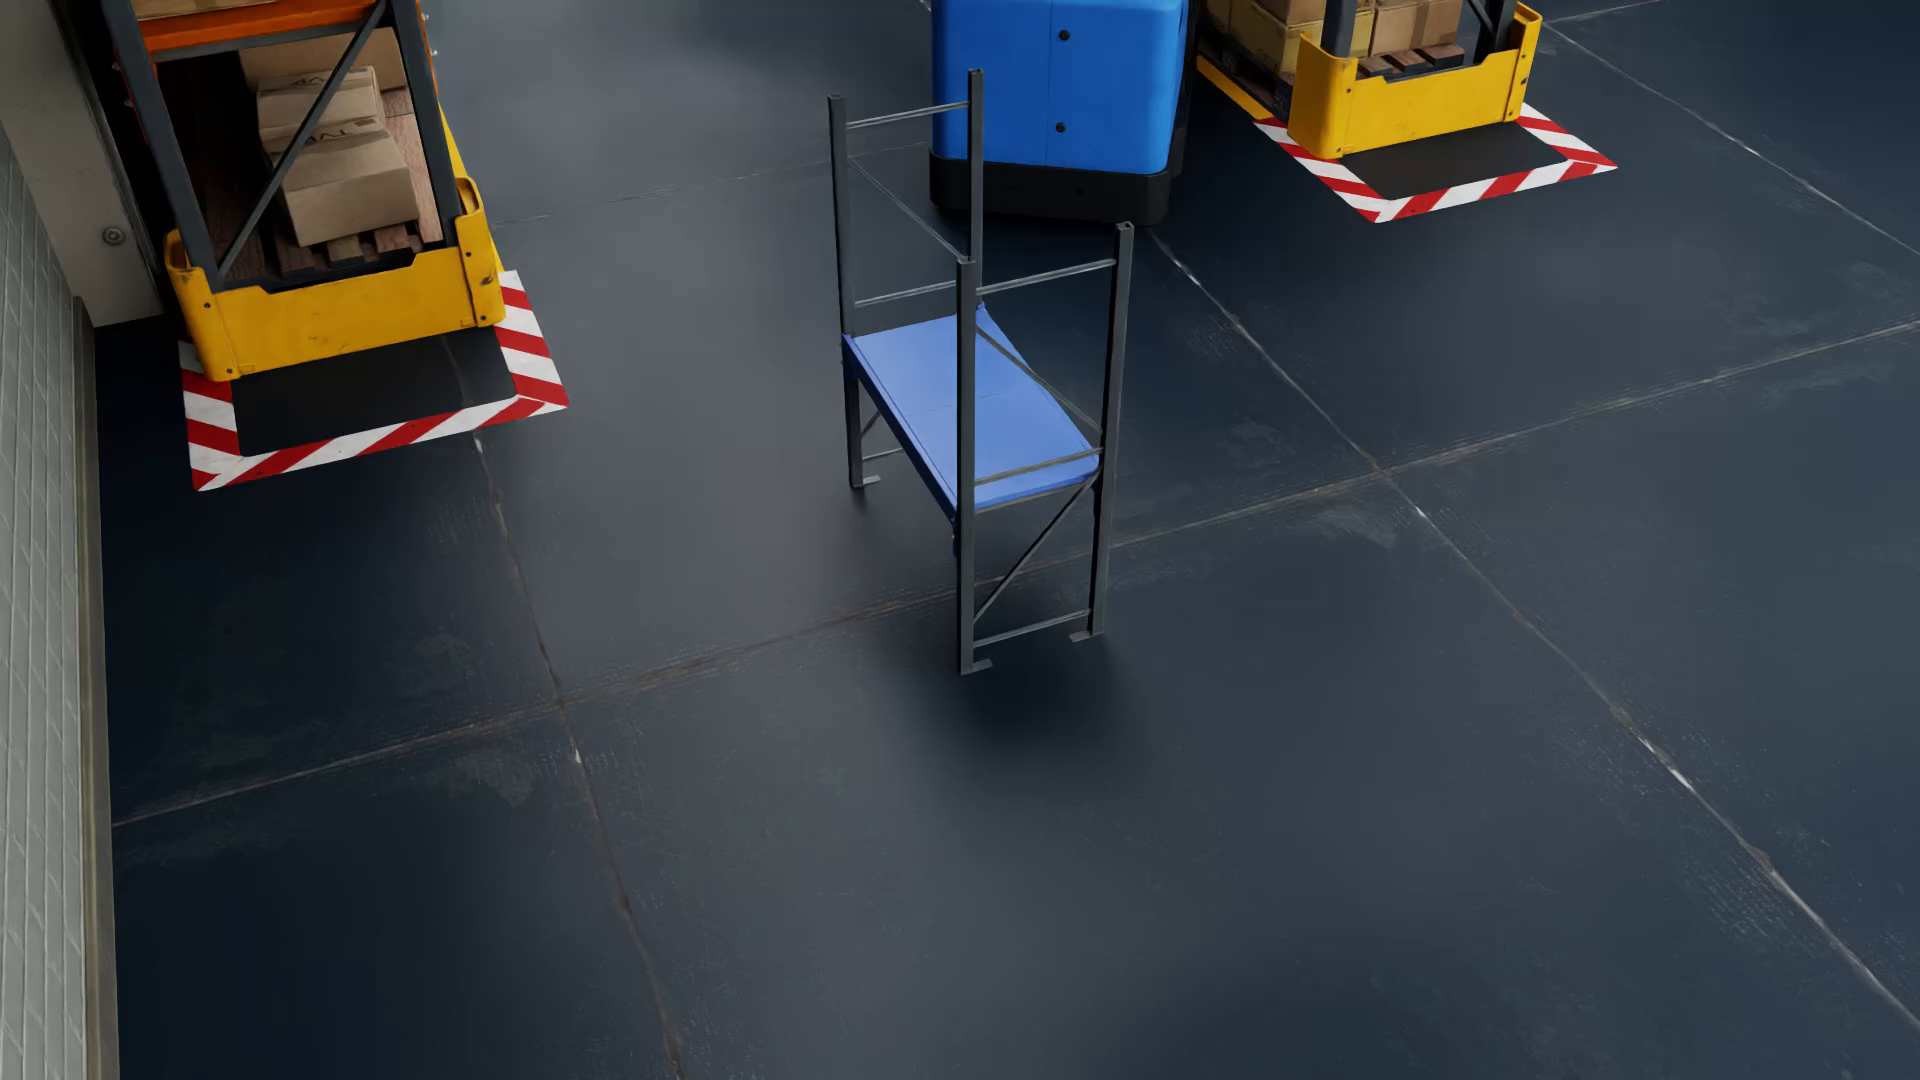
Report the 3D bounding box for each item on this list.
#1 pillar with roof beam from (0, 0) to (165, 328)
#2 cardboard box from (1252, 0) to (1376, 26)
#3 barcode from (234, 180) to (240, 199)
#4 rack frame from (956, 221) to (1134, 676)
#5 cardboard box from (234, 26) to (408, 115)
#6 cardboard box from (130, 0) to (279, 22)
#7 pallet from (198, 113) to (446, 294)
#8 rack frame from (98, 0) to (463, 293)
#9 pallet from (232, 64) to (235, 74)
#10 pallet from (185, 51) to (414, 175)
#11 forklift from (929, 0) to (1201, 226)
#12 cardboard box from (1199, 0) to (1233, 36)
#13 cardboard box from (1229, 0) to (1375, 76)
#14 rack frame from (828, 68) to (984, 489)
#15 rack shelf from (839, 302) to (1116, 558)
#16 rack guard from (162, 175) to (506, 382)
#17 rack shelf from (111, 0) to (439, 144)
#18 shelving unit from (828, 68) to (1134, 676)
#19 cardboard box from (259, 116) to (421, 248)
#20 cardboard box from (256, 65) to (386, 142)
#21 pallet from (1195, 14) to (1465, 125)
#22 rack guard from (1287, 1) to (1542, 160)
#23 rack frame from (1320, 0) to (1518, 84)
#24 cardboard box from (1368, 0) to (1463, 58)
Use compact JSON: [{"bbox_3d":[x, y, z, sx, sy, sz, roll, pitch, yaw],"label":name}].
[{"bbox_3d":[0.491,-5.497,5.241,9.100,9.000,0.400,-15,43,-17],"label":"pillar with roof beam"},{"bbox_3d":[1.676,-2.830,7.953,0.500,0.500,0.500,-15,43,-17],"label":"cardboard box"},{"bbox_3d":[-2.977,-1.444,6.846,0.001,0.075,0.075,-15,43,-17],"label":"barcode"},{"bbox_3d":[0.227,-0.211,4.845,0.500,1.500,0.032,-15,43,-17],"label":"rack frame"},{"bbox_3d":[-3.053,-2.399,7.819,0.700,0.500,0.500,-18,44,-20],"label":"cardboard box"},{"bbox_3d":[-2.777,-2.127,6.022,0.500,0.250,0.500,-15,43,-16],"label":"cardboard box"},{"bbox_3d":[-2.726,-1.429,7.250,1.003,0.211,1.213,-15,43,-17],"label":"pallet"},{"bbox_3d":[-2.419,-1.943,5.708,1.000,3.000,0.127,-15,43,-17],"label":"rack frame"},{"bbox_3d":[-3.660,-2.899,8.959,1.003,0.211,1.213,-15,43,-17],"label":"pallet"},{"bbox_3d":[-3.189,-2.163,8.104,1.003,0.211,1.213,-15,43,-17],"label":"pallet"},{"bbox_3d":[0.628,-3.443,7.506,1.130,2.935,3.031,7,41,8],"label":"forklift"},{"bbox_3d":[1.476,-2.845,8.544,0.500,0.250,0.500,-15,43,-17],"label":"cardboard box"},{"bbox_3d":[1.678,-2.547,8.198,0.500,0.250,0.500,-15,43,-17],"label":"cardboard box"},{"bbox_3d":[-0.162,-0.824,5.557,0.500,1.500,0.032,-15,43,-17],"label":"rack frame"},{"bbox_3d":[0.033,-0.381,5.319,0.538,0.185,1.000,-15,43,-17],"label":"rack shelf"},{"bbox_3d":[-2.448,-1.041,6.577,1.175,0.500,0.348,-15,43,-17],"label":"rack guard"},{"bbox_3d":[-3.184,-2.875,7.344,1.077,0.370,4.000,-15,43,-17],"label":"rack shelf"},{"bbox_3d":[0.033,-0.517,5.201,0.538,1.500,1.048,-15,43,-17],"label":"shelving unit"},{"bbox_3d":[-2.601,-1.529,6.952,0.500,0.311,0.500,-20,45,-22],"label":"cardboard box"},{"bbox_3d":[-2.819,-1.873,7.352,0.500,0.311,0.500,-12,42,-13],"label":"cardboard box"},{"bbox_3d":[1.825,-2.574,8.581,1.003,0.211,1.213,-15,43,-17],"label":"pallet"},{"bbox_3d":[2.165,-2.218,7.946,1.175,0.500,0.348,-15,43,-17],"label":"rack guard"},{"bbox_3d":[2.156,-3.181,7.148,1.000,3.000,0.127,-15,43,-17],"label":"rack frame"},{"bbox_3d":[2.156,-2.676,8.348,0.500,0.250,0.500,-15,43,-17],"label":"cardboard box"}]
